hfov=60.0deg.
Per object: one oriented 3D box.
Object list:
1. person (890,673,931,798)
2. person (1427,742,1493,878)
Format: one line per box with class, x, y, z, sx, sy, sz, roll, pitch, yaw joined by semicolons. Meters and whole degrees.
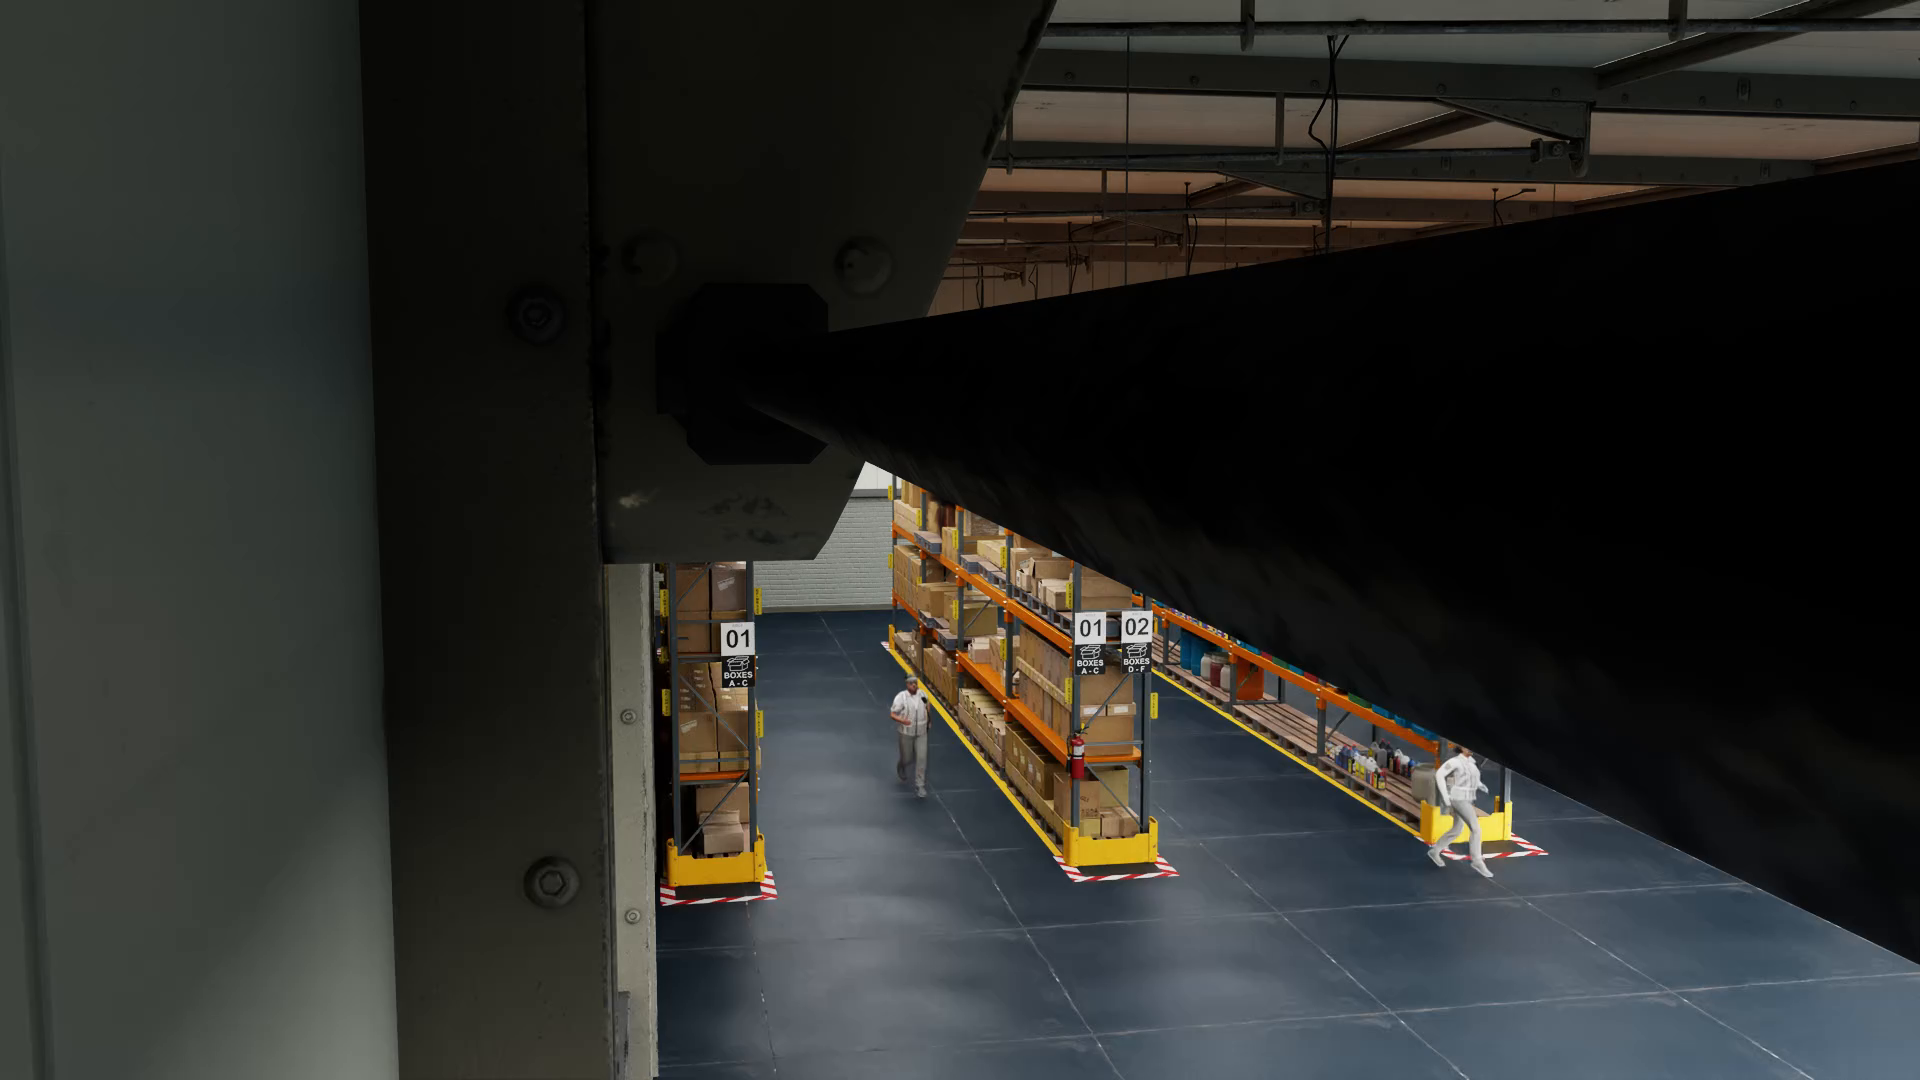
person;-0.697;2.812;24.384;0.664;1.779;0.953;-2;7;-18
person;6.284;3.258;20.650;0.846;1.690;0.611;5;8;37
